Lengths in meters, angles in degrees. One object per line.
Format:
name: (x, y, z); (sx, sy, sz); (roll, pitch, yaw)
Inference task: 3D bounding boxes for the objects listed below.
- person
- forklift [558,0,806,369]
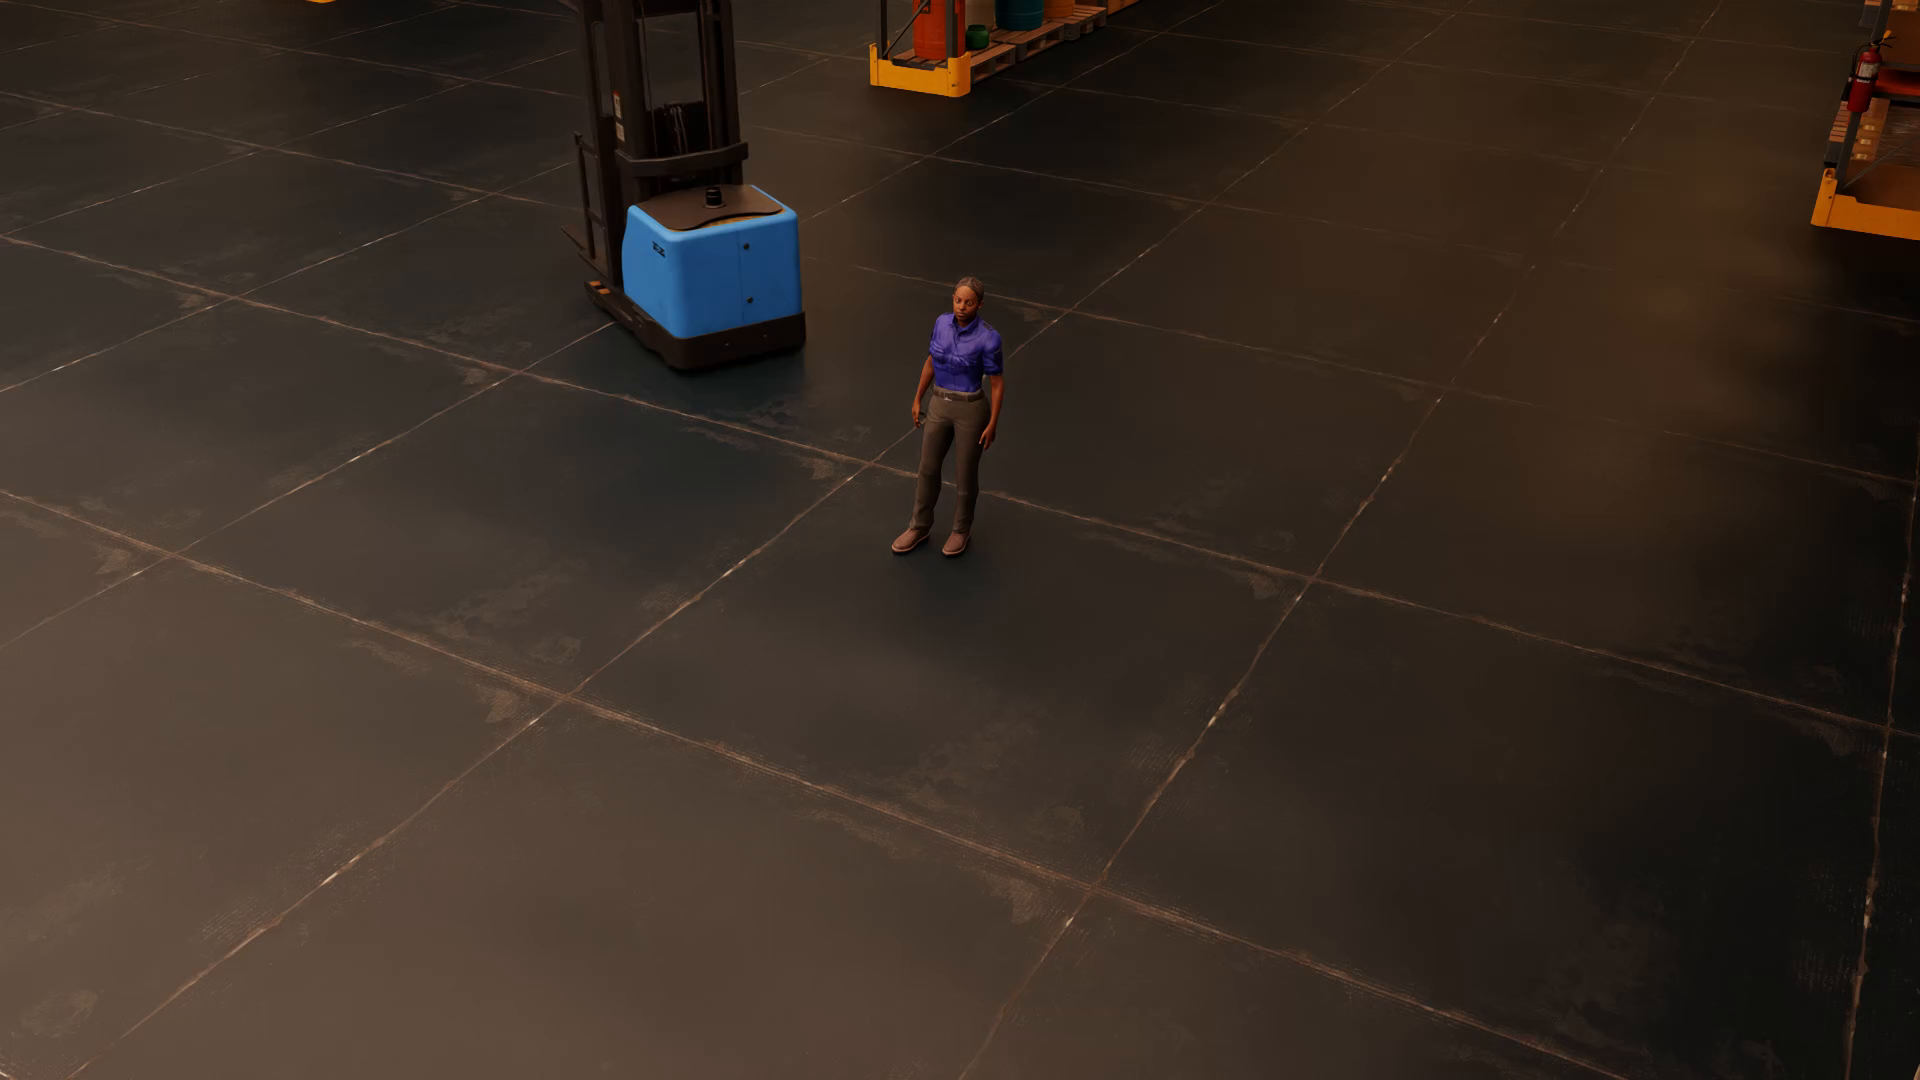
person: (-0.060, -0.689, 9.528); (0.569, 1.654, 0.504); (15, 33, 25)
forklift: (-2.343, -3.200, 12.615); (1.130, 2.935, 3.031); (-17, 34, -27)
